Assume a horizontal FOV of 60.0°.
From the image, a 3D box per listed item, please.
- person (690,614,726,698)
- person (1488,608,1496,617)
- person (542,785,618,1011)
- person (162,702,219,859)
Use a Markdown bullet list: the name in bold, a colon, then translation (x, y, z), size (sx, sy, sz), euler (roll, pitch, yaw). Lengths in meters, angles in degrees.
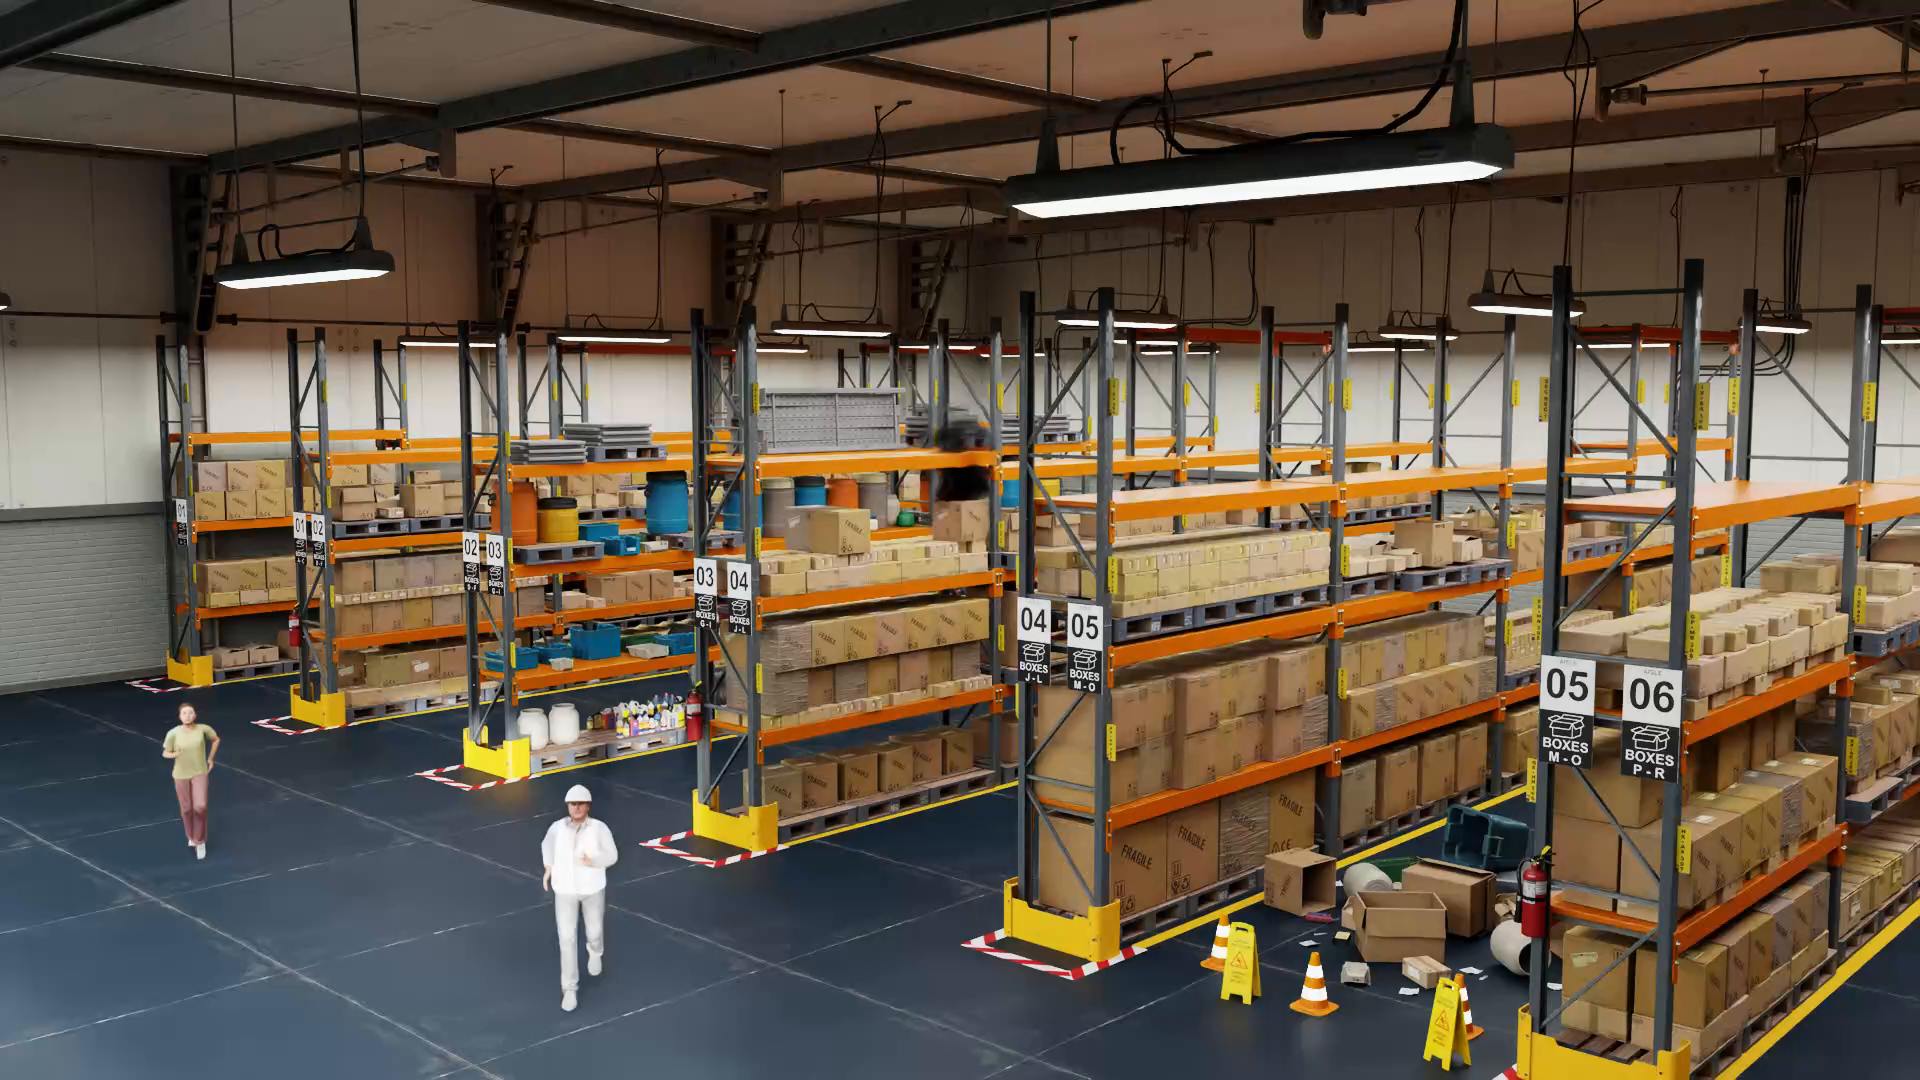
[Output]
- **person**: translation (-4.079, 1.777, 26.887), size (0.713, 1.730, 0.753), euler (5, 7, 41)
- **person**: translation (8.236, 1.937, 25.544), size (0.761, 1.804, 0.624), euler (-5, 8, -45)
- **person**: translation (-3.209, 2.944, 14.025), size (0.655, 1.763, 0.963), euler (-1, 5, -8)
- **person**: translation (-8.432, 2.623, 18.245), size (0.558, 1.705, 0.670), euler (-2, 6, -20)
